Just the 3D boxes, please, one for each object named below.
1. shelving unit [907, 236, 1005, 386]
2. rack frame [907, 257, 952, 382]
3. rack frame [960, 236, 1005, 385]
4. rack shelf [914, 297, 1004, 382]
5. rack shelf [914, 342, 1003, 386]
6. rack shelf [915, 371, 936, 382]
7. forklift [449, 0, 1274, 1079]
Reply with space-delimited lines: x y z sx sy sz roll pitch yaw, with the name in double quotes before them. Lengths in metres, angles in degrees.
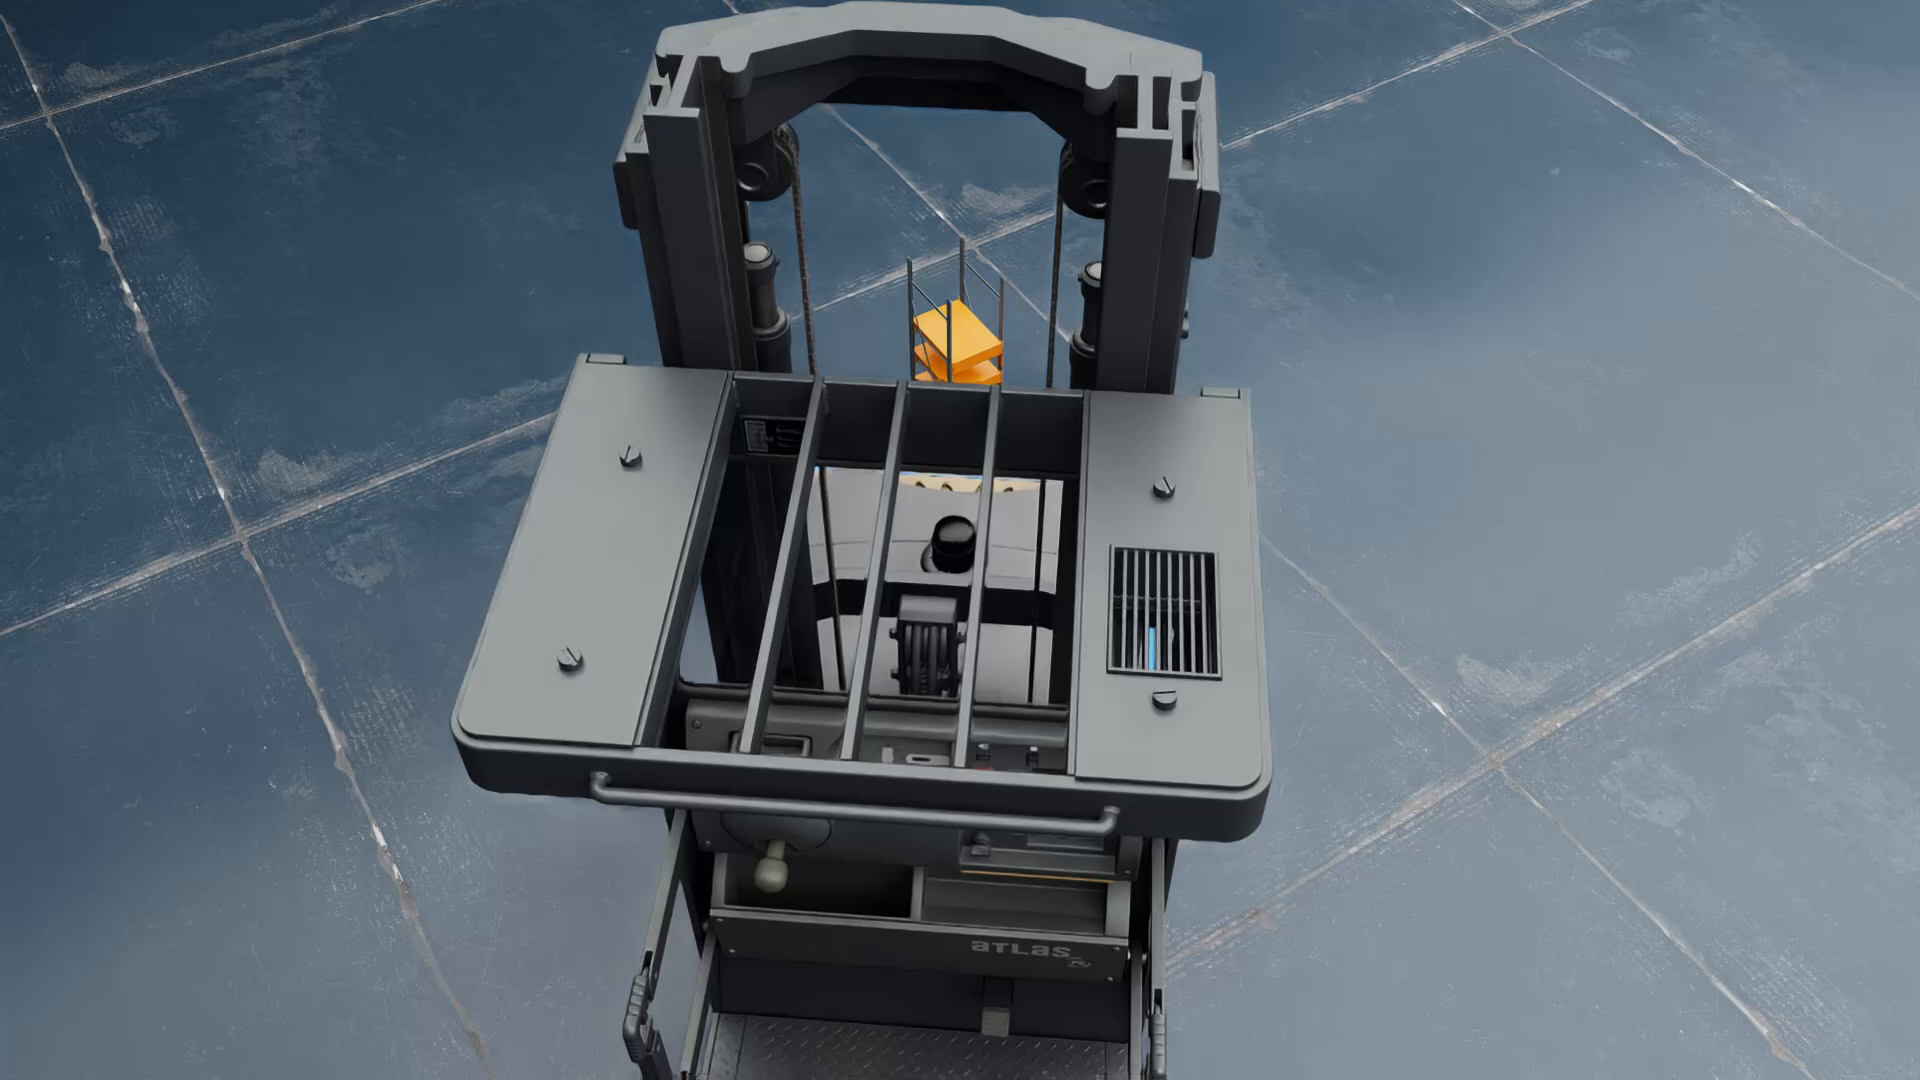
"shelving unit" -0.012 -0.393 5.297 0.189 1.200 0.258 -25 53 -21
"rack frame" -0.090 -0.357 5.264 0.006 1.200 0.240 -25 53 -21
"rack frame" 0.065 -0.430 5.329 0.006 1.200 0.240 -25 53 -21
"rack shelf" -0.012 -0.603 5.061 0.180 0.103 0.258 -25 53 -21
"rack shelf" -0.012 -0.523 5.151 0.180 0.103 0.258 -25 53 -21
"rack shelf" -0.012 -0.444 5.240 0.180 0.103 0.258 -25 53 -21
"forklift" -0.103 0.640 3.218 1.130 2.935 3.031 3 48 3
